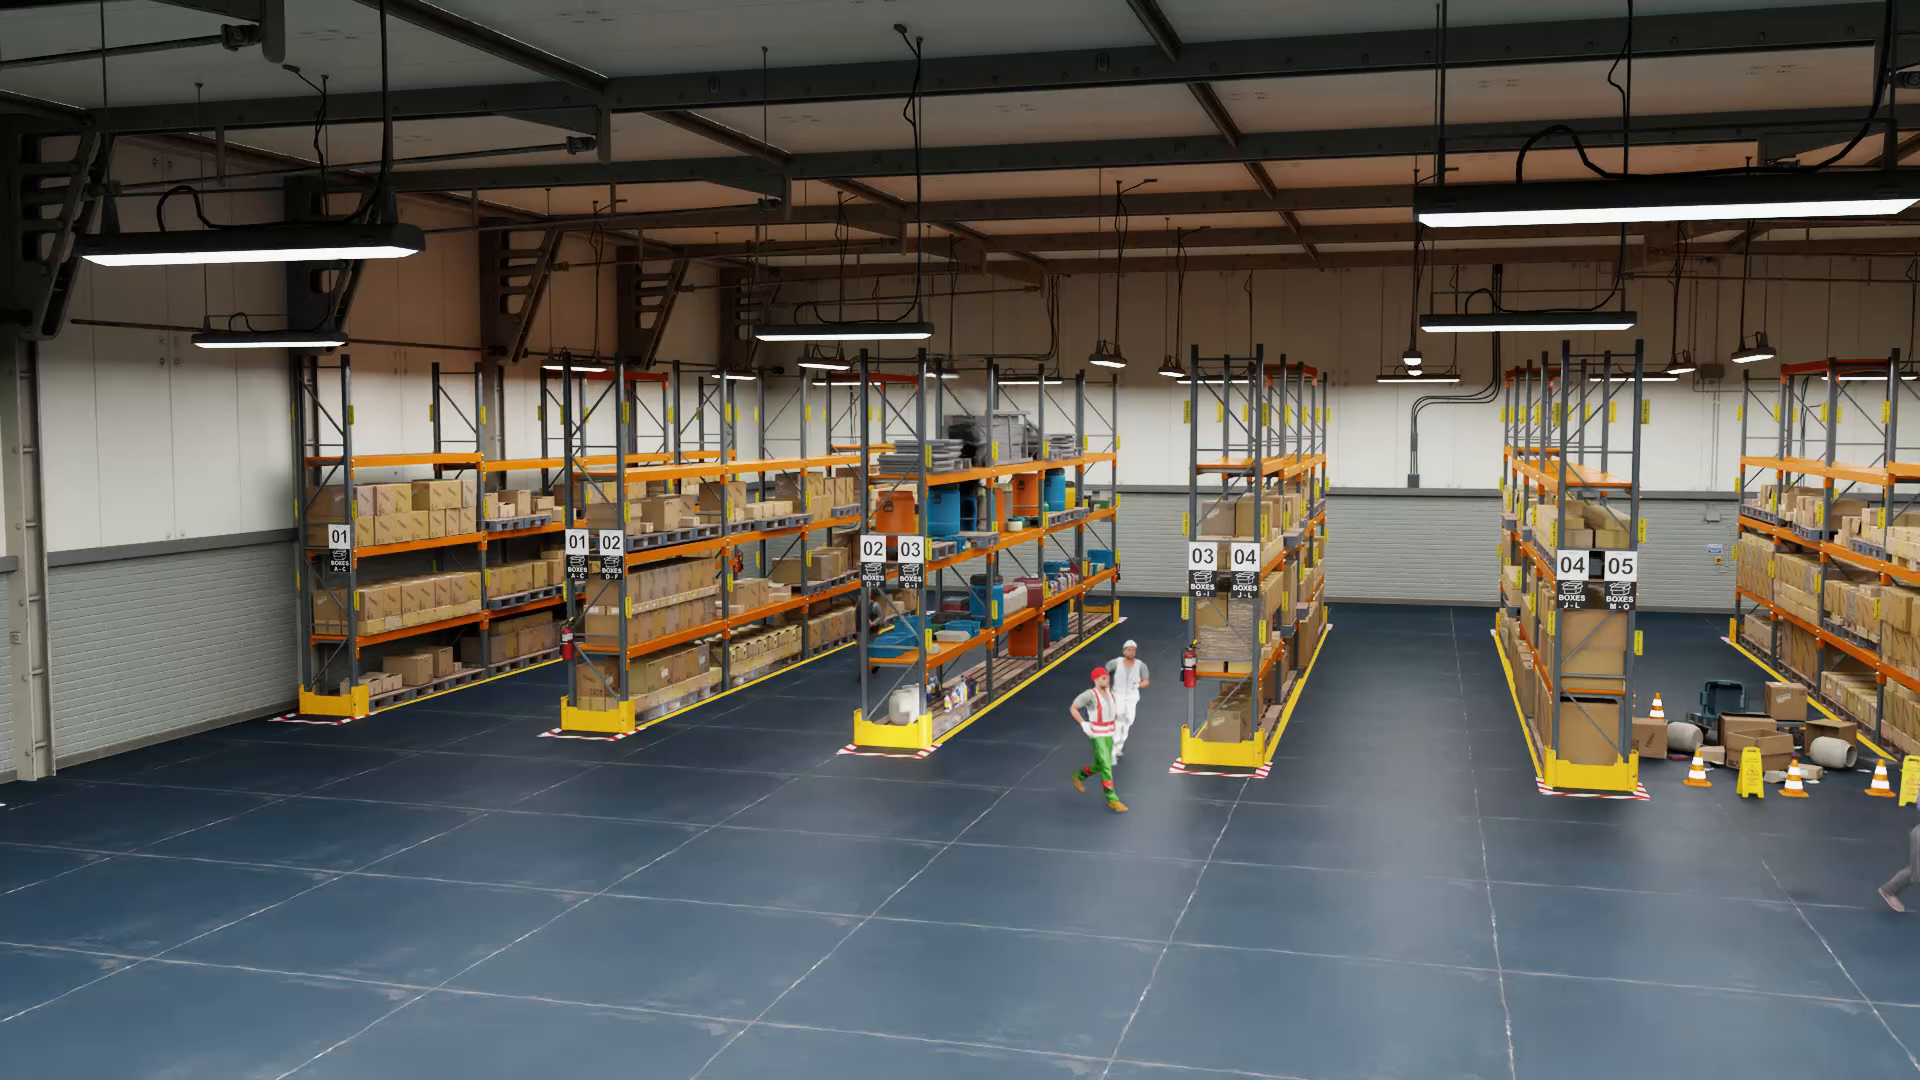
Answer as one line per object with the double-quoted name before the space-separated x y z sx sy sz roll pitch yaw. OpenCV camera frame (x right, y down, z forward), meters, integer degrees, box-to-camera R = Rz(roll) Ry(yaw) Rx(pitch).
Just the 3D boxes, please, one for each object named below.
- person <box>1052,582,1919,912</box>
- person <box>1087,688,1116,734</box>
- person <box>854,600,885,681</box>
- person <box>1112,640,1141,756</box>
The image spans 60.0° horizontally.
"person" 5.714 2.357 25.108 2.305 1.622 19.951 -2 5 -28
"person" 1.797 2.168 21.230 0.321 0.562 0.410 4 6 44
"person" -1.724 1.859 31.374 0.655 1.527 0.892 1 4 16
"person" 2.376 2.256 24.036 0.483 1.658 0.697 0 4 -2
